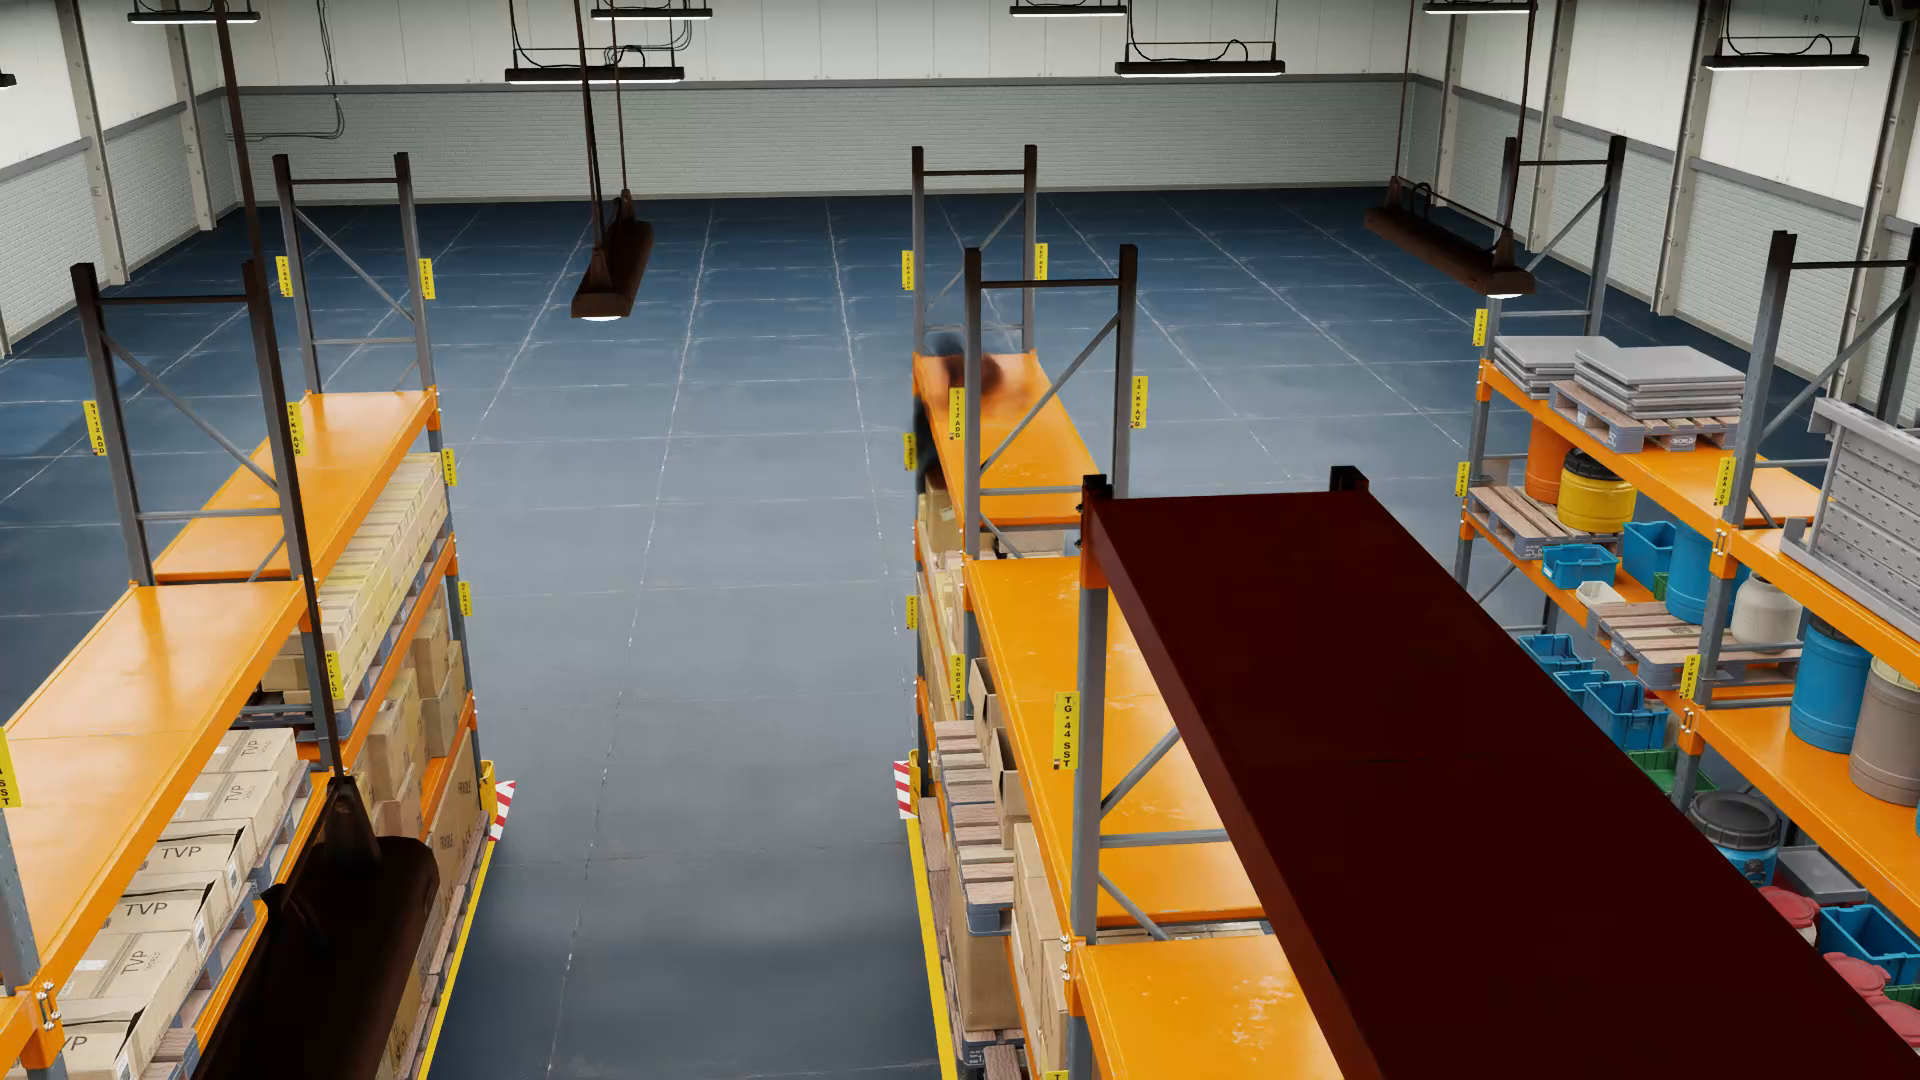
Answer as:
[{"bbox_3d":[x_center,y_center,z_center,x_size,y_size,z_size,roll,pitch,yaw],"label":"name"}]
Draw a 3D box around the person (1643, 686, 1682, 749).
[{"bbox_3d":[6.404,1.586,15.361,0.693,1.760,0.702,-3,22,-8],"label":"person"}]
